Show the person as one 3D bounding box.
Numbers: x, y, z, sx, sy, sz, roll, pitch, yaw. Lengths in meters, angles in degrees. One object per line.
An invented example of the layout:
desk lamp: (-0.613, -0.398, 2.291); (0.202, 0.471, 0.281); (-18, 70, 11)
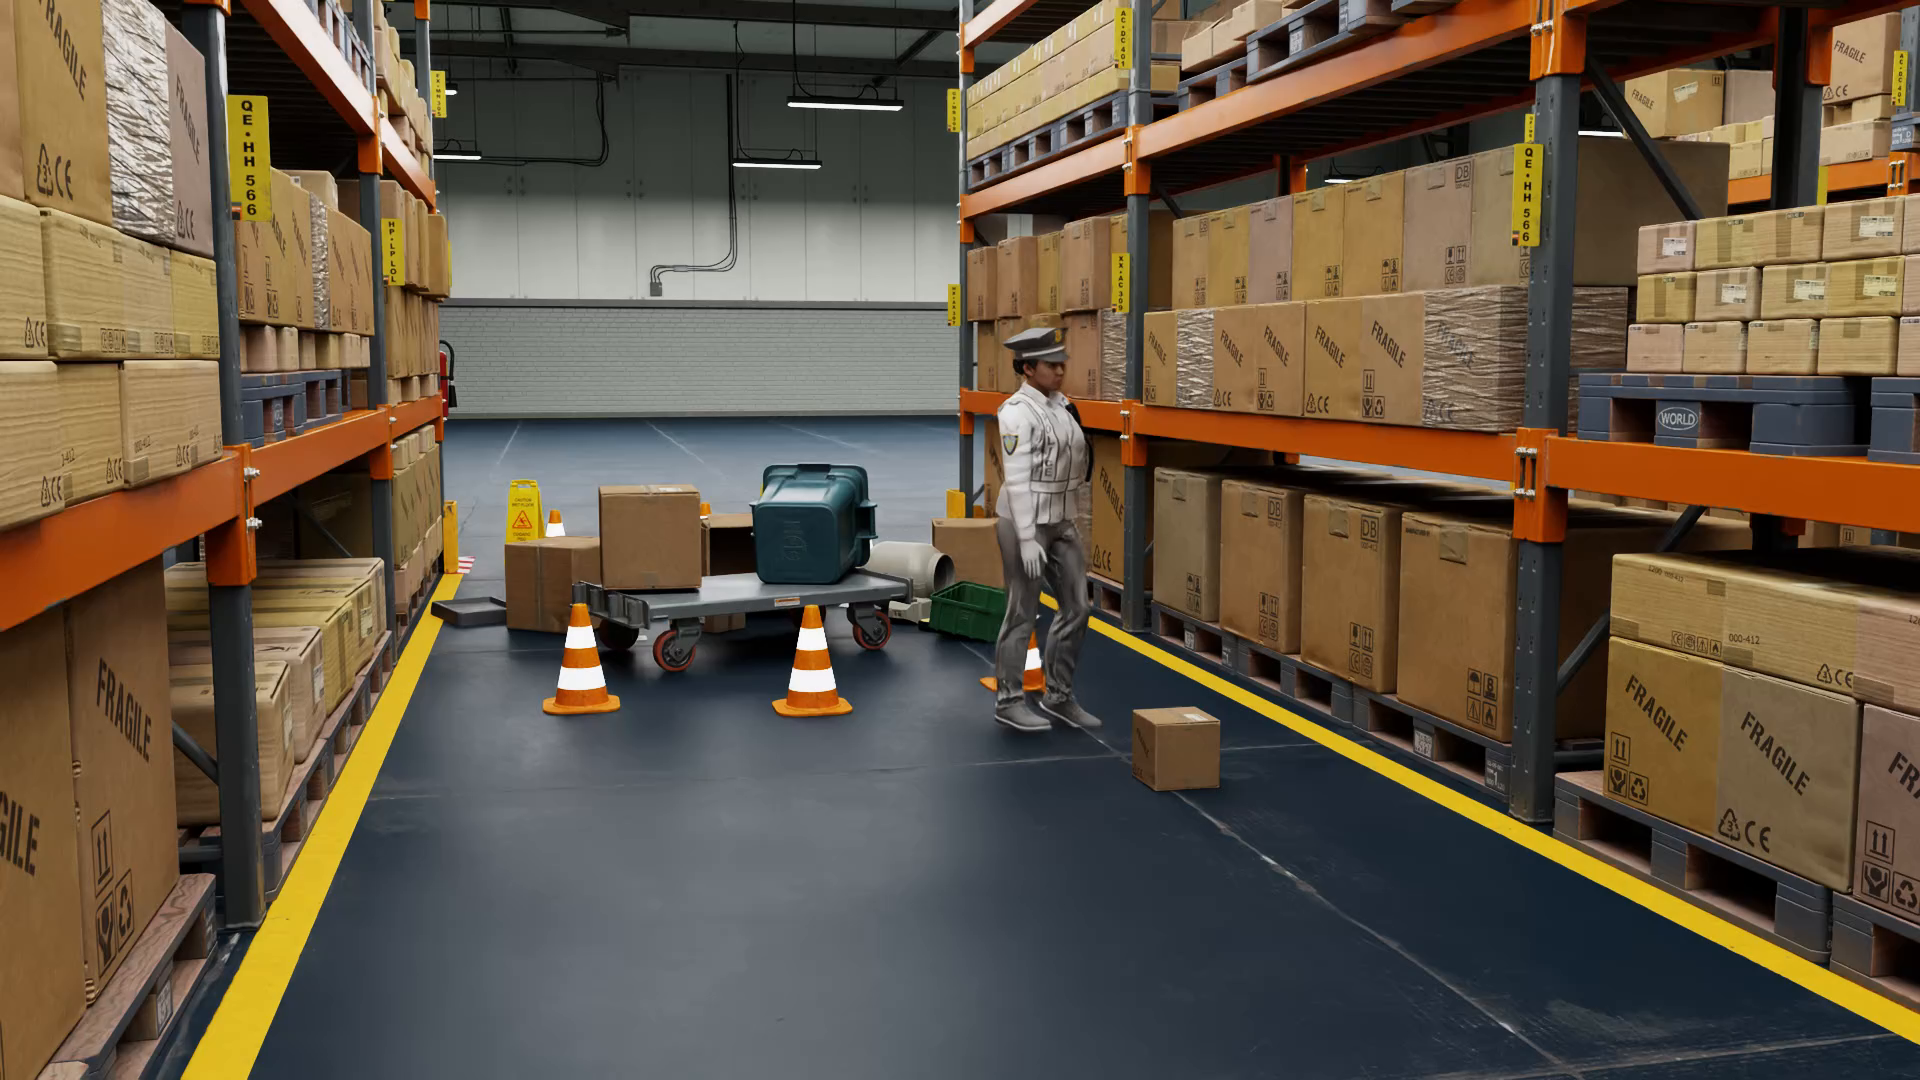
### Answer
person: (0.330, -0.020, 6.870); (0.377, 1.704, 0.562); (4, 8, 35)
